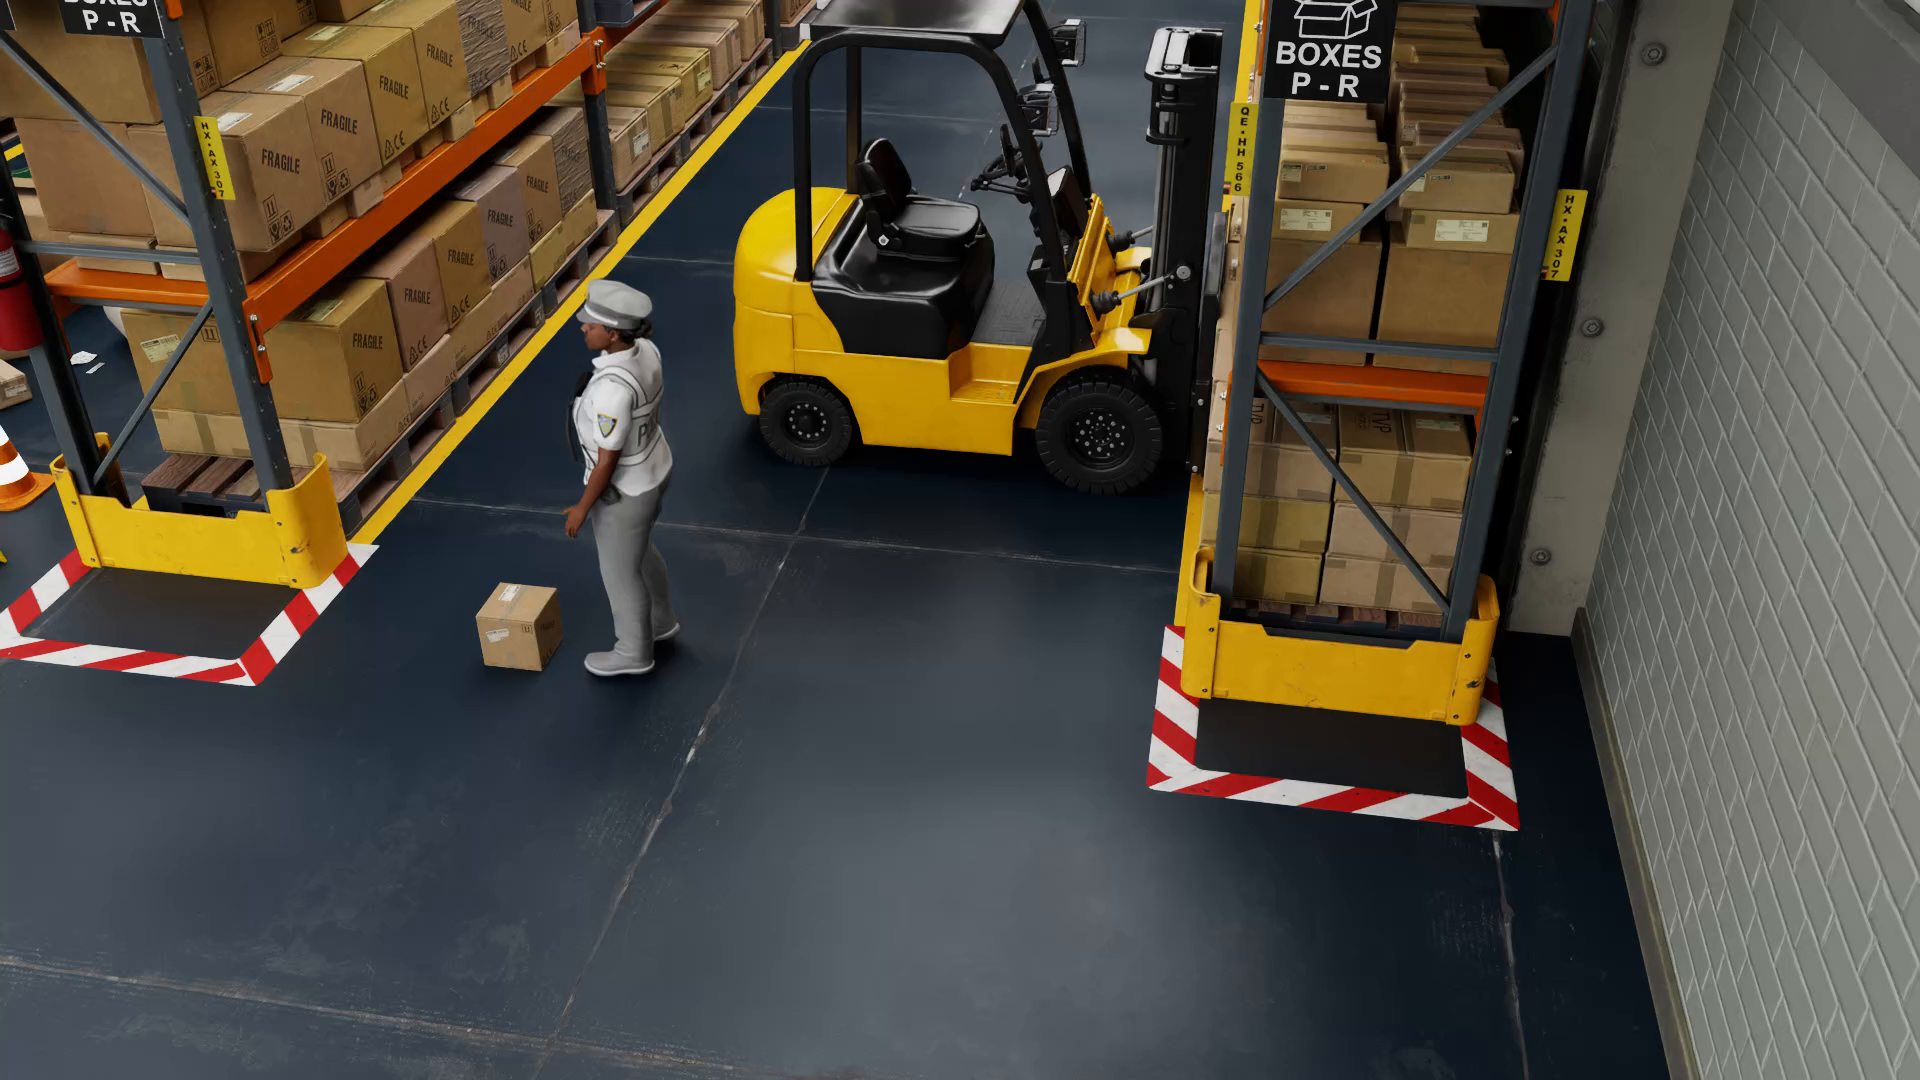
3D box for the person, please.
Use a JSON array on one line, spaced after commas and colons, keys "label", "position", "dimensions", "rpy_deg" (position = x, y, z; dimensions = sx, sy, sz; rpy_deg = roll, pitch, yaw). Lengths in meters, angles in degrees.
[{"label": "person", "position": [-1.317, -0.192, 6.422], "dimensions": [0.426, 1.759, 0.496], "rpy_deg": [4, 33, 7]}]
